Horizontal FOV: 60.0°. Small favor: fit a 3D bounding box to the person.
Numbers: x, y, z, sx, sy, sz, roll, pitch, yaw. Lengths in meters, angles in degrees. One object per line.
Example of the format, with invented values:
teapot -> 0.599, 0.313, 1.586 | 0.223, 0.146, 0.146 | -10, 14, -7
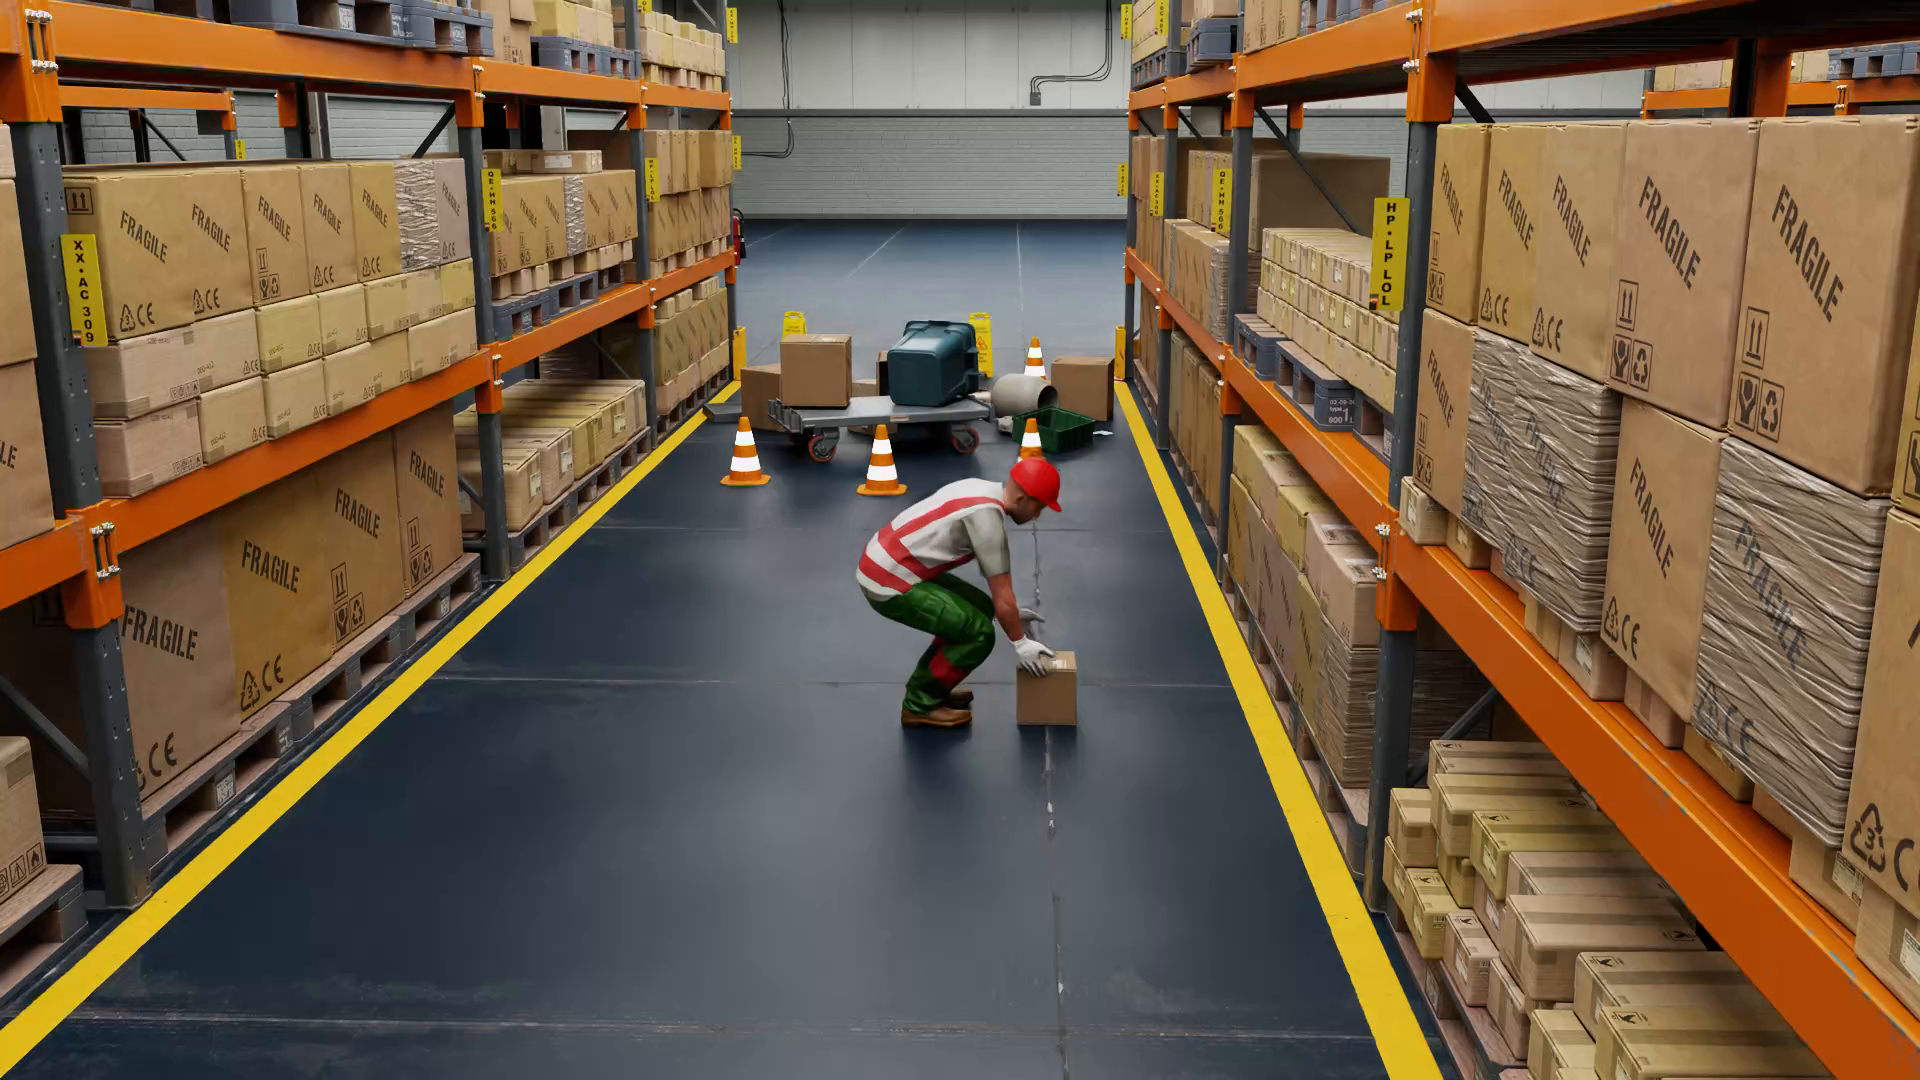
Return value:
person -> -0.005, 0.200, 7.050 | 0.863, 1.116, 0.581 | 0, 14, 1
